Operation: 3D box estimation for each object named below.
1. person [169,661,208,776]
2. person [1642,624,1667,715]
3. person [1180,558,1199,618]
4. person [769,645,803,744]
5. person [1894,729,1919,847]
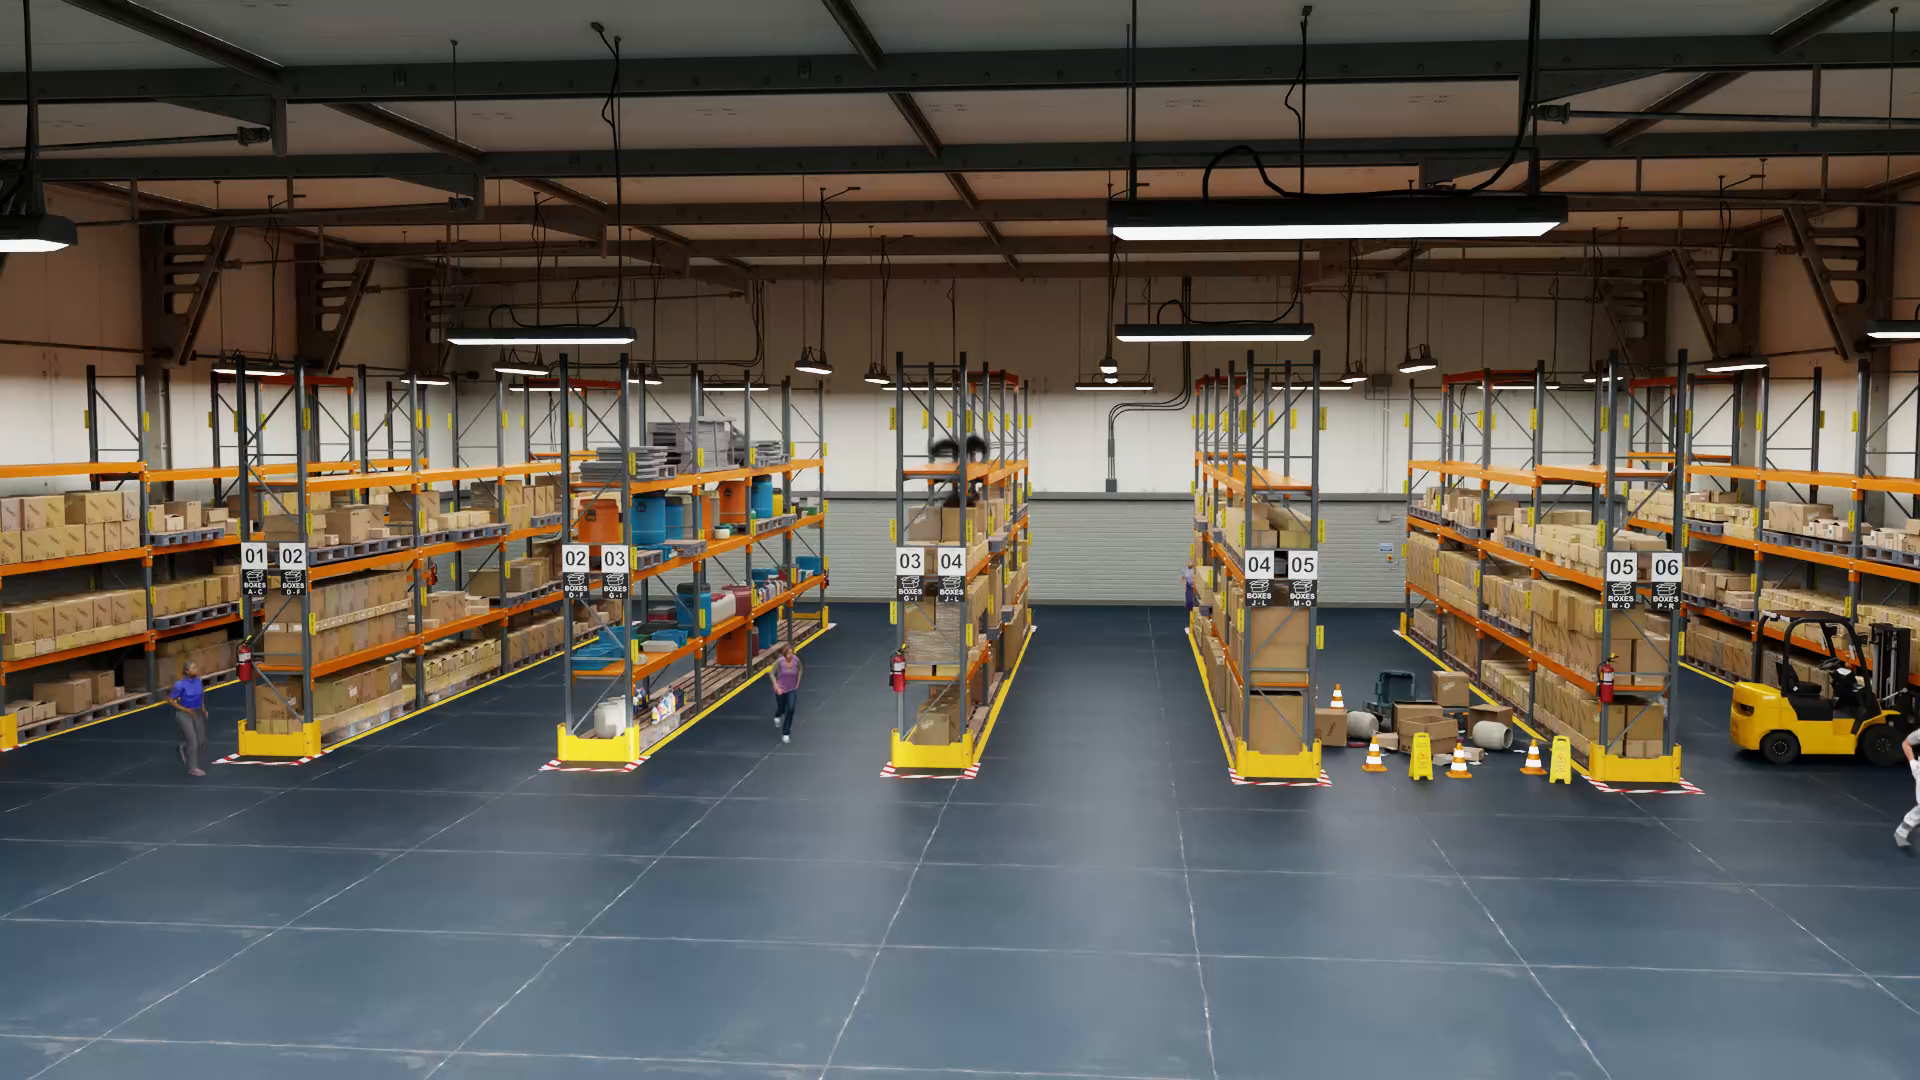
[{"bbox_3d":[-10.967,2.536,23.600,0.611,1.621,0.573,2,4,23],"label":"person"},{"bbox_3d":[11.654,2.220,28.101,0.531,1.567,0.899,-1,4,-7],"label":"person"},{"bbox_3d":[5.916,1.233,42.274,0.659,1.556,0.735,1,4,18],"label":"person"},{"bbox_3d":[-2.768,2.393,26.232,0.550,1.555,0.815,-2,4,-24],"label":"person"},{"bbox_3d":[11.266,2.784,19.224,0.626,1.736,0.877,0,4,2],"label":"person"}]
